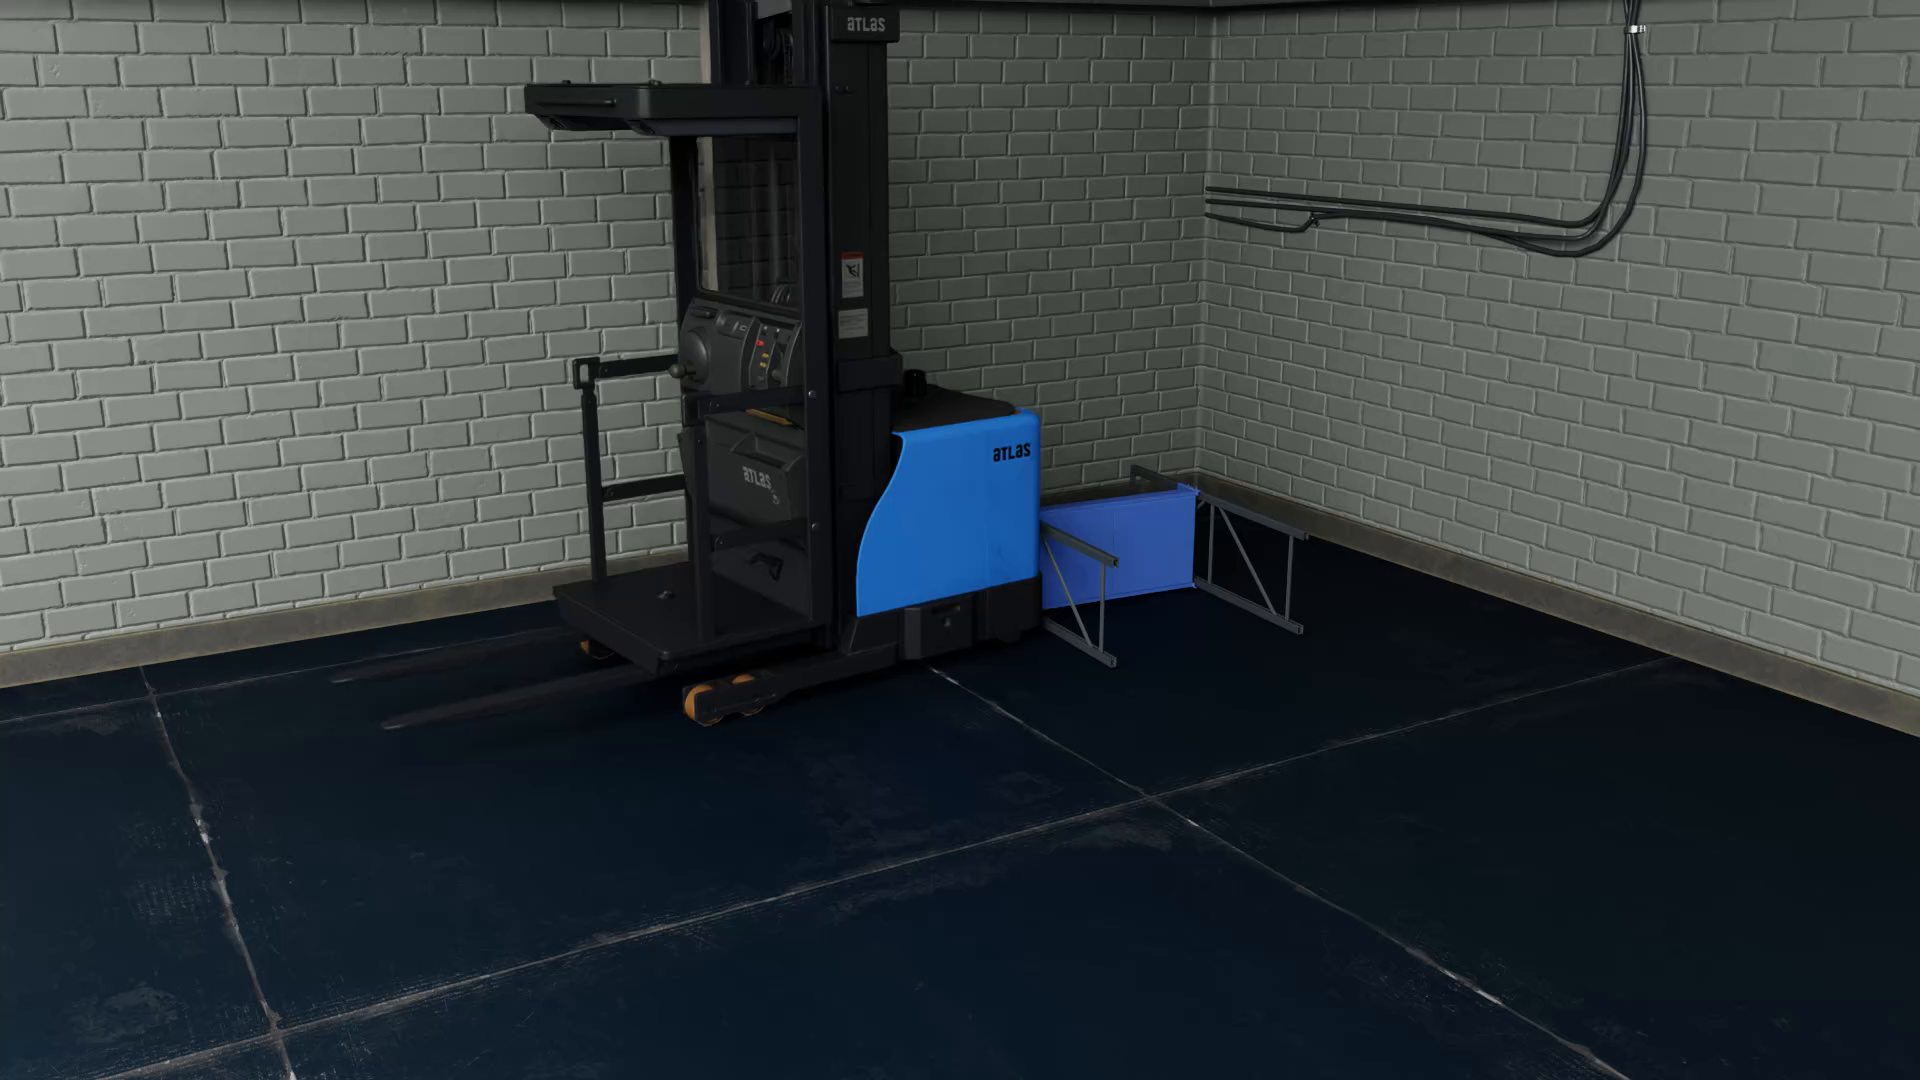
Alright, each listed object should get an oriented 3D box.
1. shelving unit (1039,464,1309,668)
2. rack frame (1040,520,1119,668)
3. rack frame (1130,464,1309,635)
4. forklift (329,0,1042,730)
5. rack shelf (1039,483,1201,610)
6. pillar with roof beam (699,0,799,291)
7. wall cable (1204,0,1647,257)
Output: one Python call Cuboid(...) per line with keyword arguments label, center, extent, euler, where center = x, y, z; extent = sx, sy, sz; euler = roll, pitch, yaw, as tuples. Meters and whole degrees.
Cuboid(label="shelving unit", center=(0.803, 0.078, 8.133), extent=(1.048, 0.538, 1.500), euler=(-8, 17, -25))
Cuboid(label="rack frame", center=(0.346, 0.139, 7.918), extent=(0.032, 0.500, 1.500), euler=(-8, 17, -25))
Cuboid(label="rack frame", center=(1.259, 0.018, 8.348), extent=(0.032, 0.500, 1.500), euler=(-8, 17, -25))
Cuboid(label="forklift", center=(-1.102, -0.820, 6.904), extent=(3.031, 2.935, 1.130), euler=(-11, 19, -35))
Cuboid(label="rack shelf", center=(0.723, 0.035, 8.289), extent=(1.000, 0.538, 0.185), euler=(-8, 17, -25))
Cuboid(label="pillar with roof beam", center=(1.199, -3.165, 4.030), extent=(0.400, 9.000, 9.100), euler=(-9, 18, -30))
Cuboid(label="wall cable", center=(2.188, -2.770, 8.371), extent=(0.112, 2.526, 3.097), euler=(-9, 18, -30))
